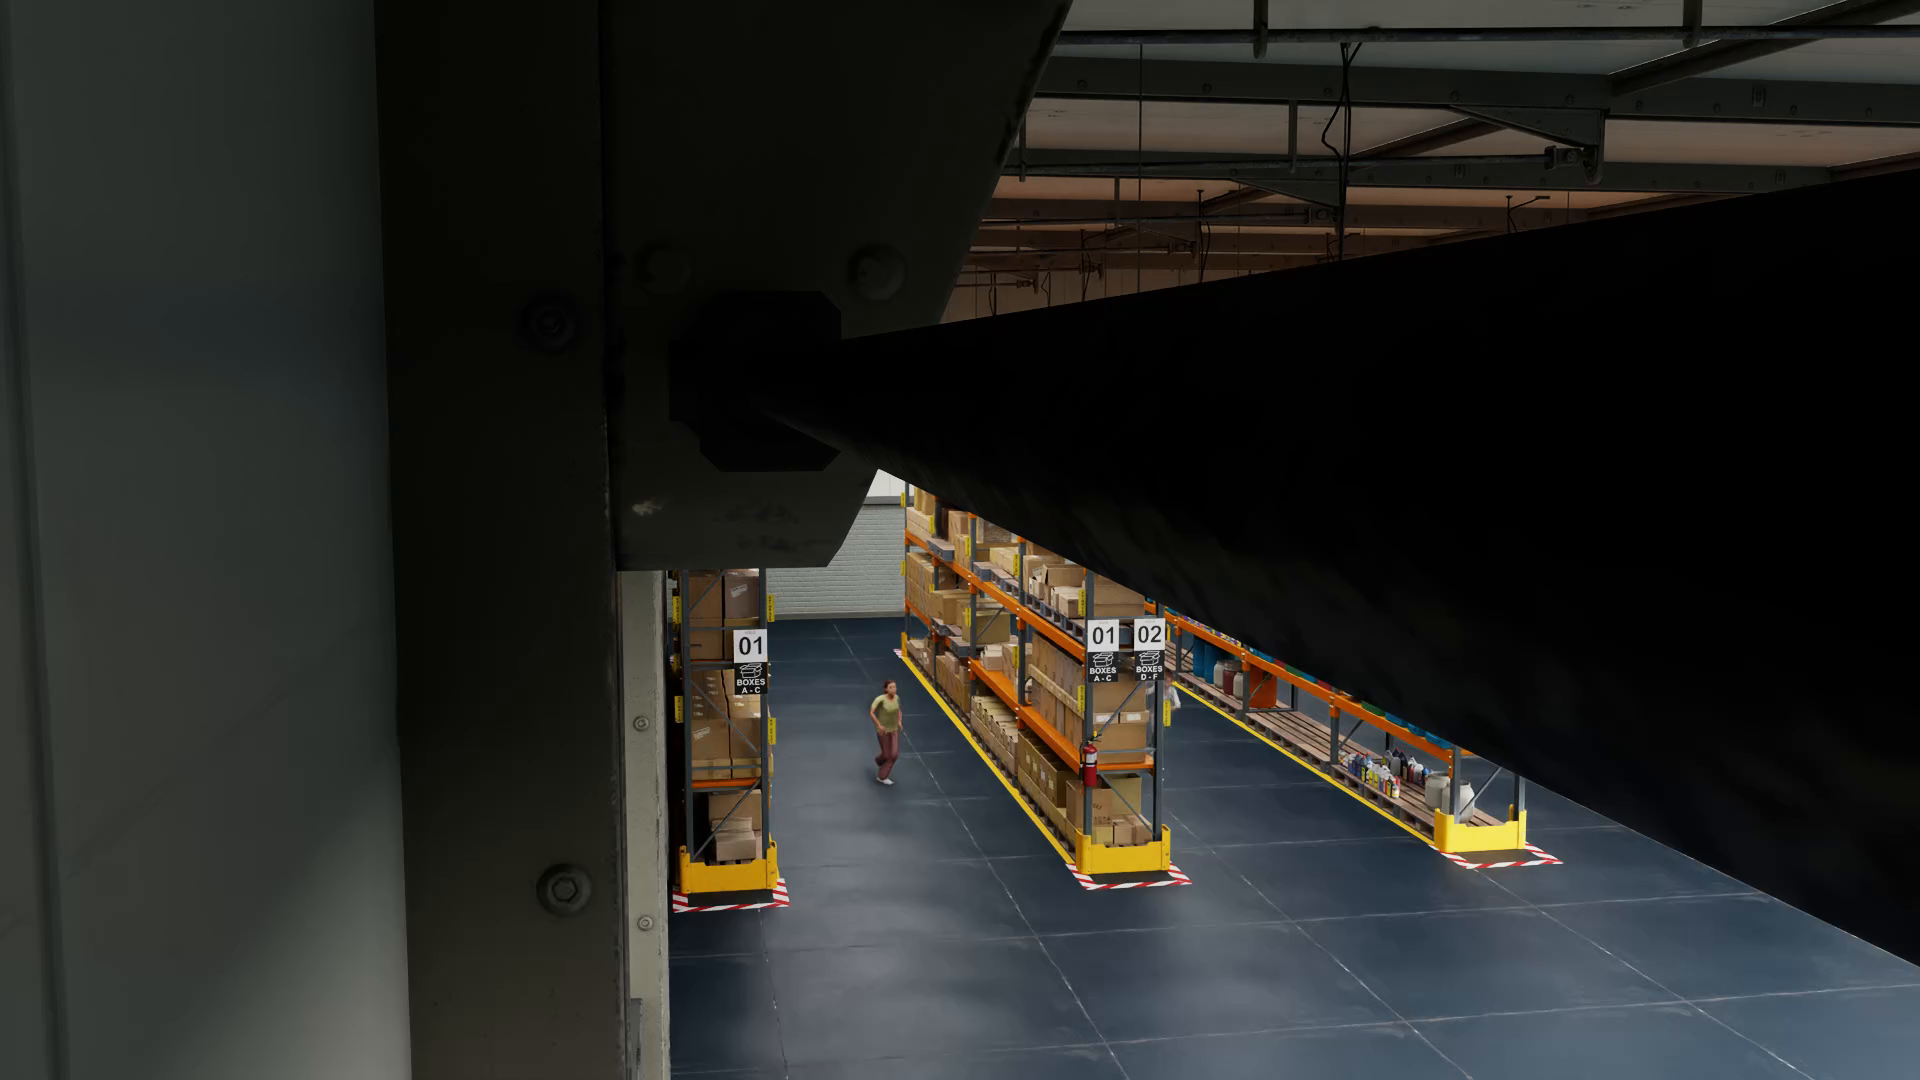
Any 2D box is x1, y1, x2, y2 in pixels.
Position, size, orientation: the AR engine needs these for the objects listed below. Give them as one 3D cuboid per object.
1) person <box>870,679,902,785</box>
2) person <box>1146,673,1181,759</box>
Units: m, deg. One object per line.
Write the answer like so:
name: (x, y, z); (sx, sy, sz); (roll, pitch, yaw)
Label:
person: (-1.155, 2.904, 25.438); (0.574, 1.619, 0.571); (-4, 7, -31)
person: (3.200, 2.825, 26.608); (0.559, 1.465, 0.924); (-2, 6, -14)
